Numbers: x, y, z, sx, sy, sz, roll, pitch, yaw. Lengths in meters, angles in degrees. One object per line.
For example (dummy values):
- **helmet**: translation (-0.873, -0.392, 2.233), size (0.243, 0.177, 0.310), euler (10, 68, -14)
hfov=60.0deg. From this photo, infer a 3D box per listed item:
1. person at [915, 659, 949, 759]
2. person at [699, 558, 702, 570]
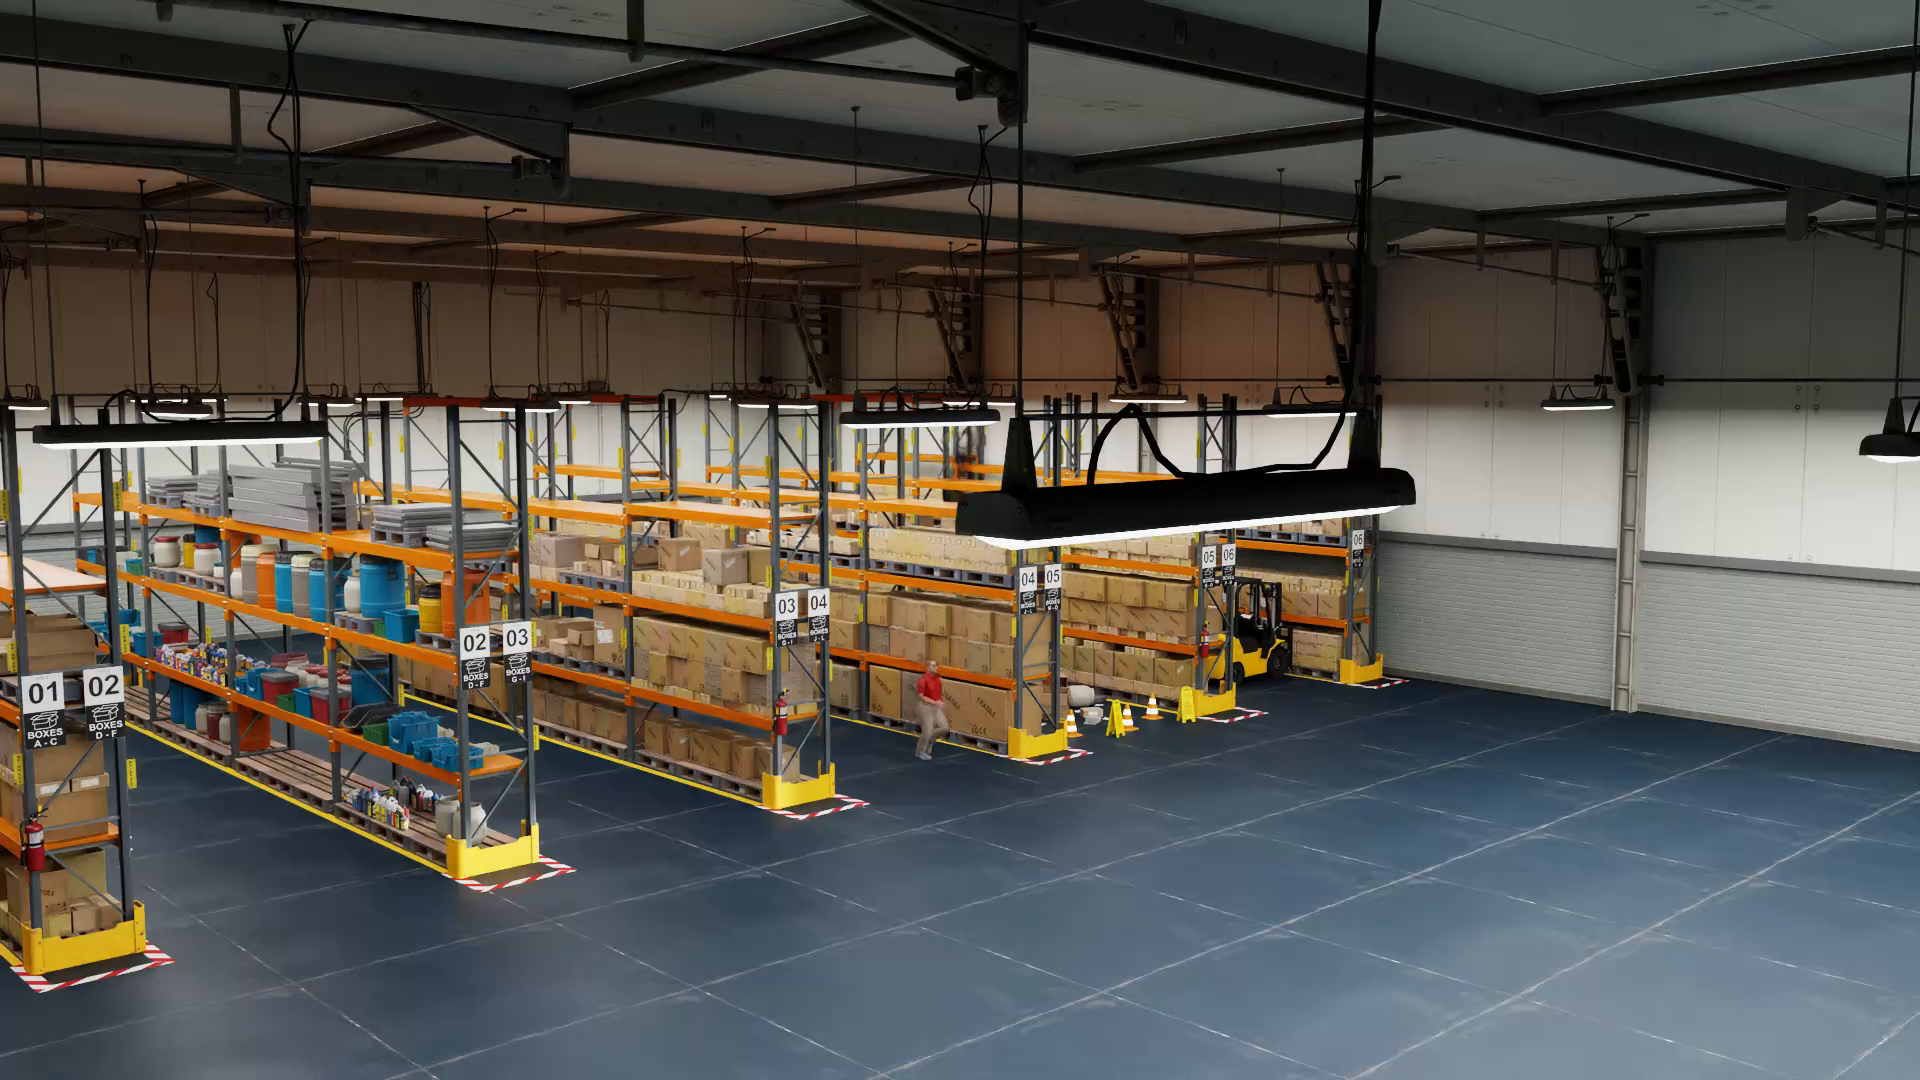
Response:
- **person**: translation (-0.450, 2.819, 27.672), size (0.671, 1.675, 0.646), euler (4, 7, 36)
- **person**: translation (-6.787, 1.279, 44.018), size (0.612, 1.652, 0.651), euler (-3, 6, -29)
